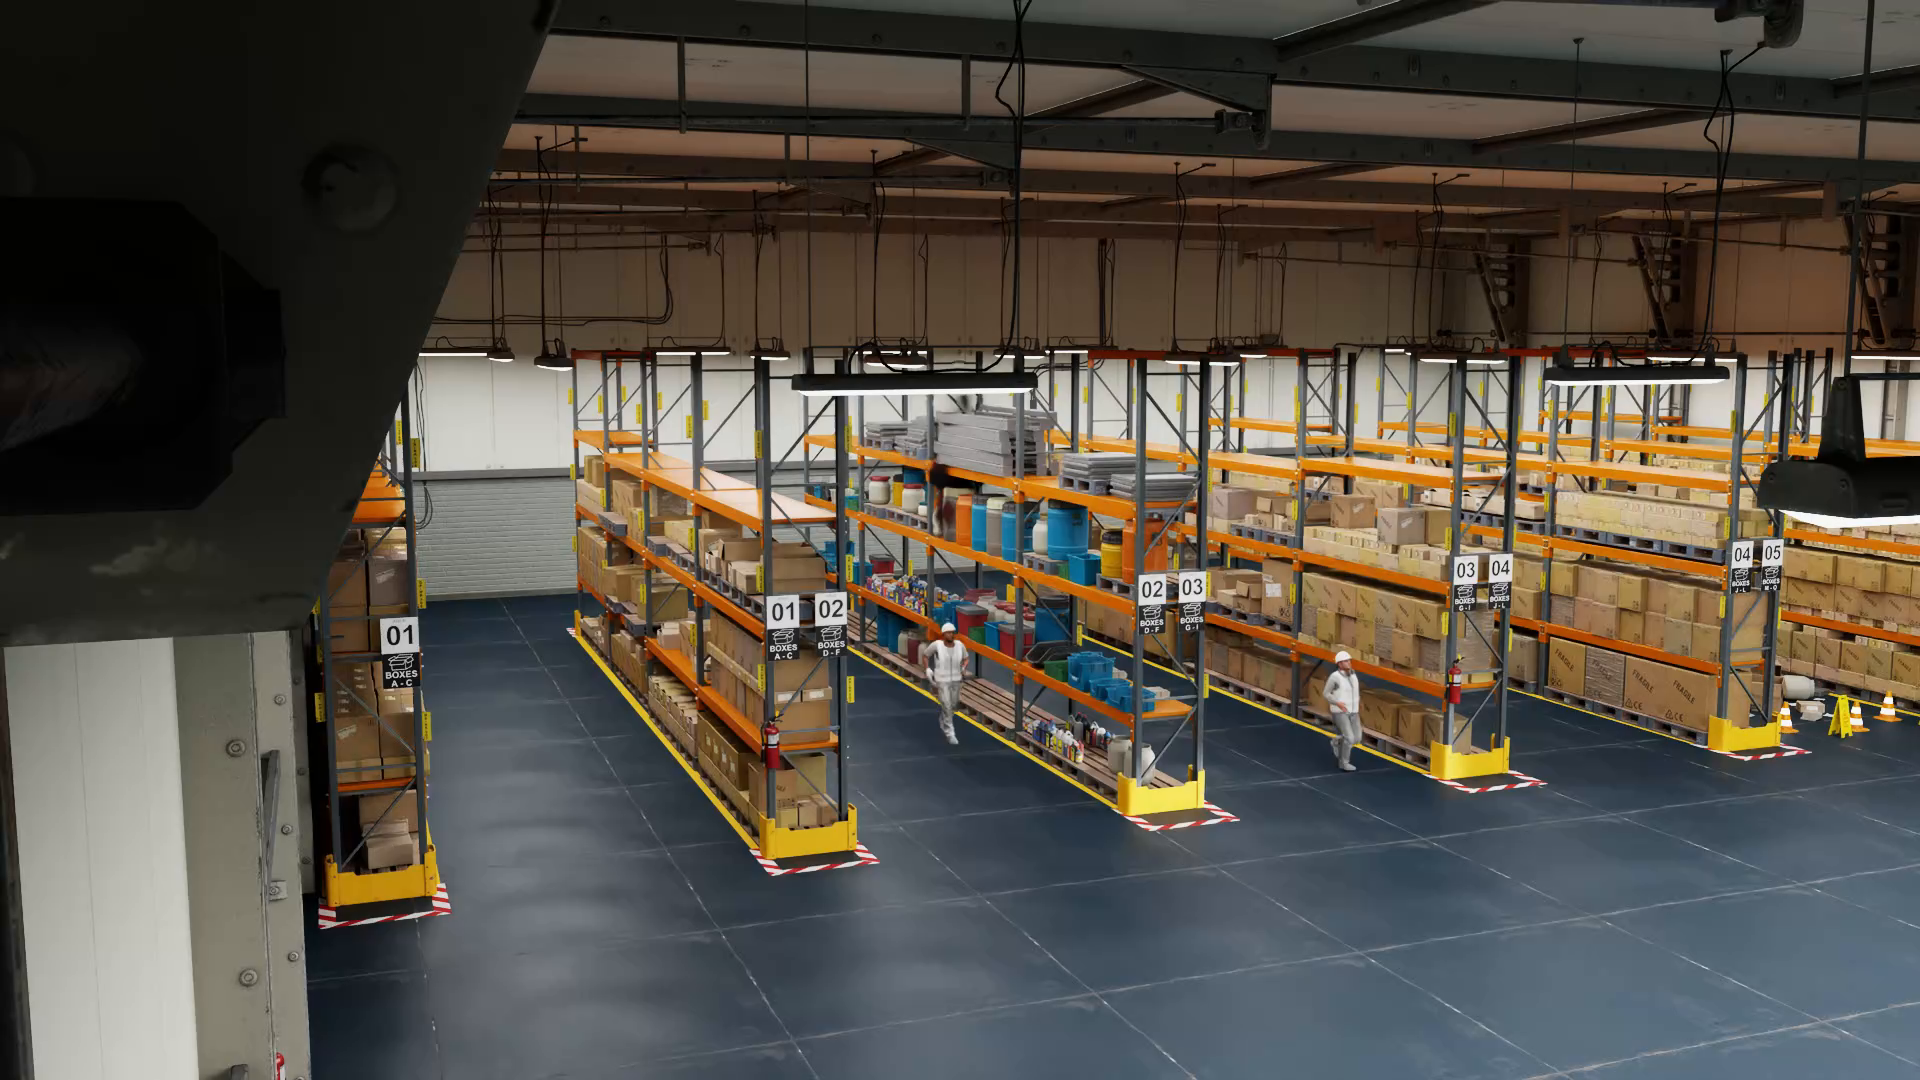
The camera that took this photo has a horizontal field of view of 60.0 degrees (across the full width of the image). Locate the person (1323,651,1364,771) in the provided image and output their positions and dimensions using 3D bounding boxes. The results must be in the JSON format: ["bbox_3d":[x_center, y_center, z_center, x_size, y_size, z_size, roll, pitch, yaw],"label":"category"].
[{"bbox_3d":[5.570,2.472,24.214,0.659,1.722,0.614,-4,8,-31],"label":"person"}]

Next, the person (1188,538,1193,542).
[{"bbox_3d":[5.241,0.789,38.165,0.623,1.630,0.908,-2,7,-18],"label":"person"}]

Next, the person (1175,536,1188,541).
[{"bbox_3d":[5.422,0.434,41.221,0.518,1.597,0.735,-4,8,-29],"label":"person"}]

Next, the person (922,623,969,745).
[{"bbox_3d":[-0.182,2.129,25.143,0.700,1.778,0.913,-3,8,-24],"label":"person"}]
